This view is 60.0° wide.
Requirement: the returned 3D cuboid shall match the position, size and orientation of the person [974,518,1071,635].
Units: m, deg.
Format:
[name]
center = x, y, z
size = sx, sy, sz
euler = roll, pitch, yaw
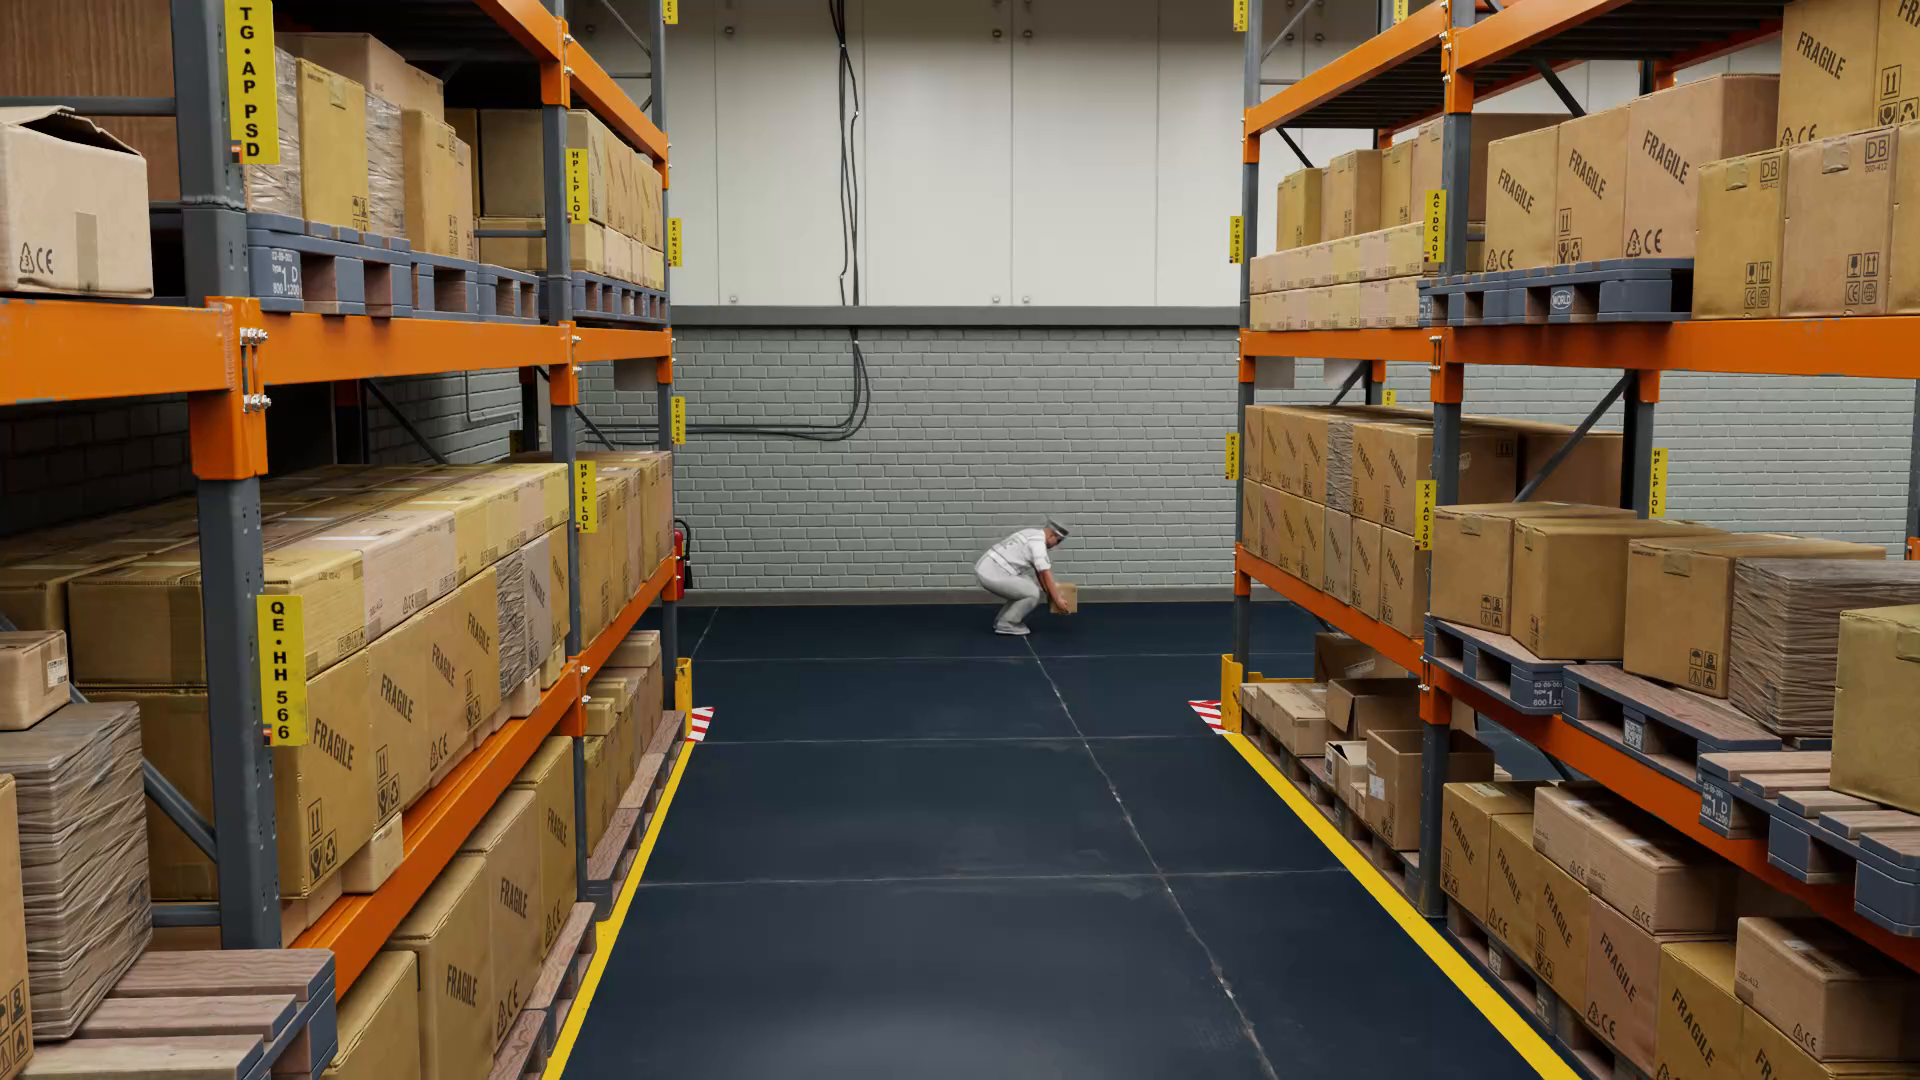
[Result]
[person]
center = 0.596, 0.335, 15.755
size = 0.917, 1.082, 0.573
euler = 0, 7, -4
